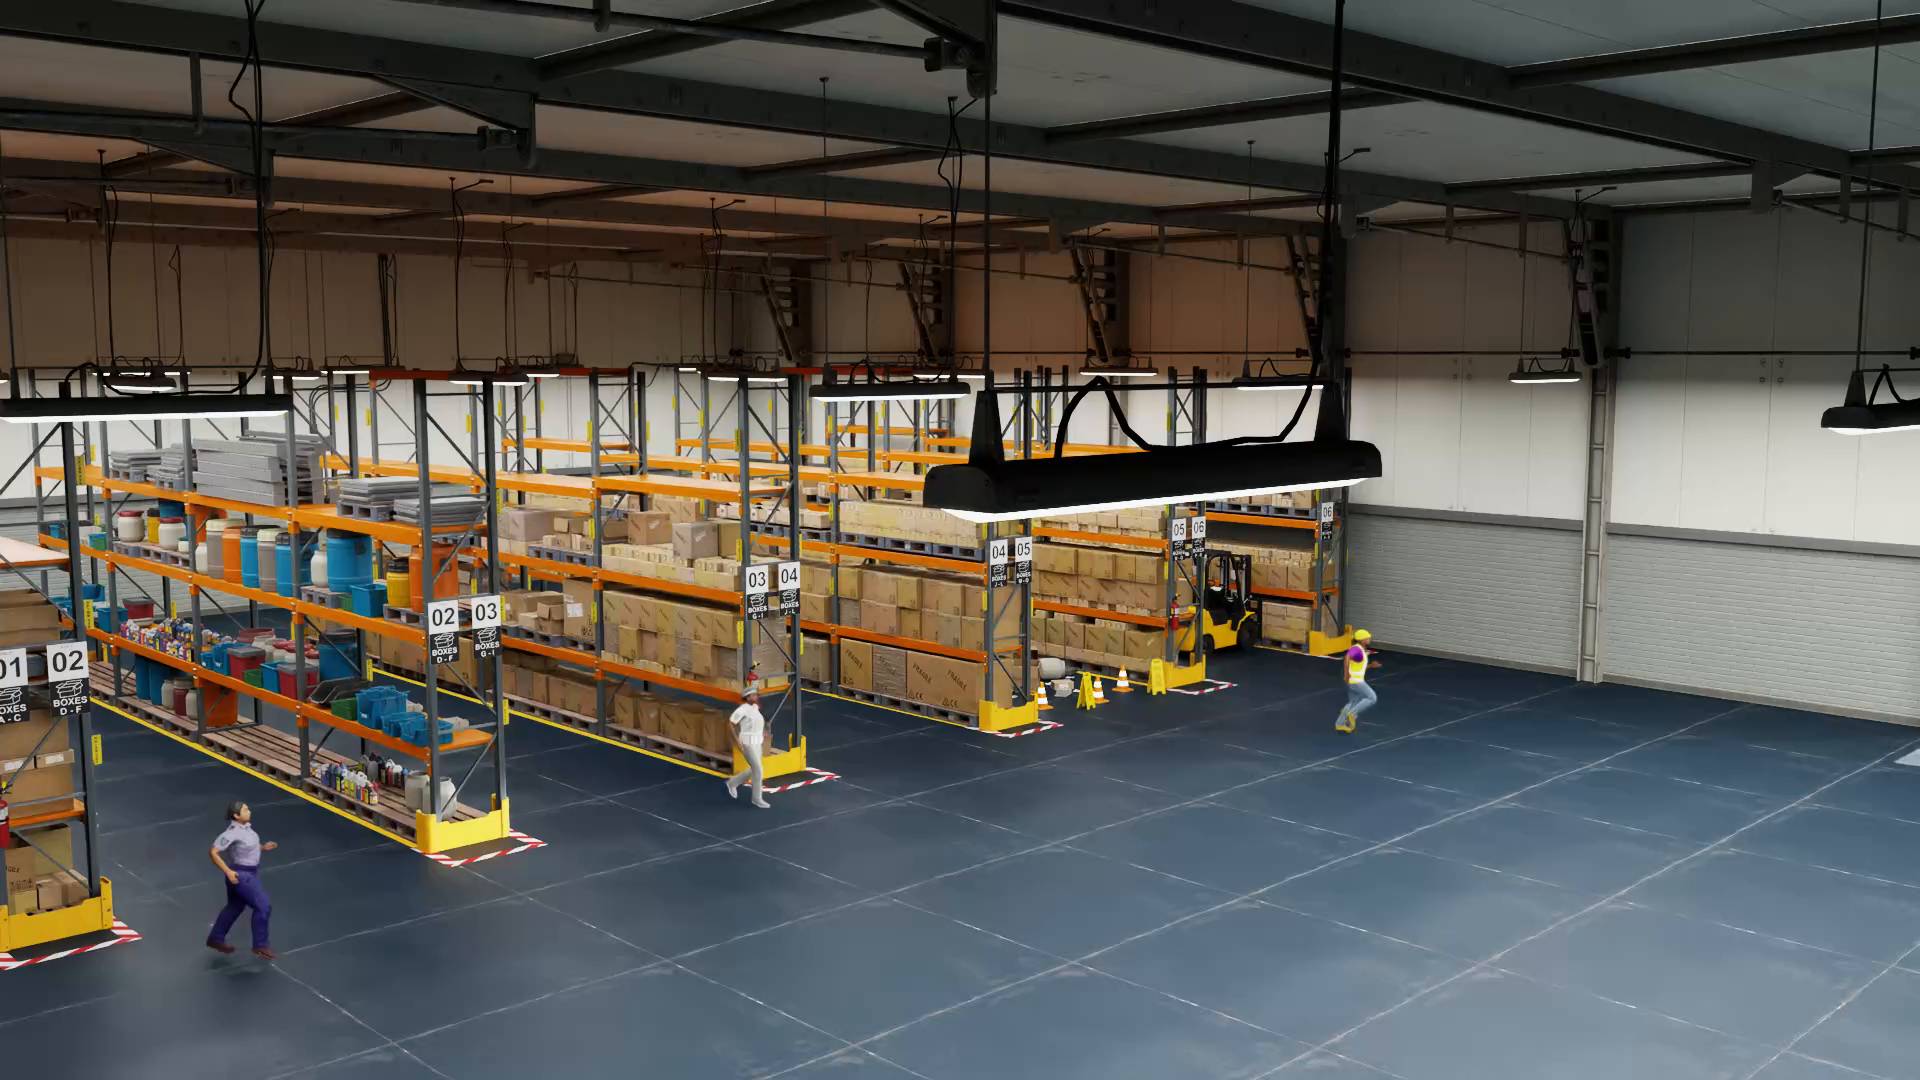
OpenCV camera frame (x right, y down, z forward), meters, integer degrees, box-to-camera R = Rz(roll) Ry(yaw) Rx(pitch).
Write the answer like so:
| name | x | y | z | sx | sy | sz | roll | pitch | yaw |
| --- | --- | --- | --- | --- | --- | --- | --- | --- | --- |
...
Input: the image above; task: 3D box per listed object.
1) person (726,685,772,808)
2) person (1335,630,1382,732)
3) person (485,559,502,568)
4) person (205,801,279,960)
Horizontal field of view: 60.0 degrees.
| name | x | y | z | sx | sy | sz | roll | pitch | yaw |
| --- | --- | --- | --- | --- | --- | --- | --- | --- | --- |
| person | -2.942 | 2.882 | 23.391 | 0.739 | 1.683 | 0.622 | 3 | 7 | 24 |
| person | 6.630 | 2.309 | 27.641 | 0.745 | 1.633 | 0.744 | 1 | 7 | 9 |
| person | -11.314 | 0.916 | 40.750 | 0.555 | 1.630 | 0.897 | 2 | 7 | 21 |
| person | -7.515 | 3.561 | 17.357 | 0.759 | 1.709 | 0.580 | -2 | 7 | -17 |
